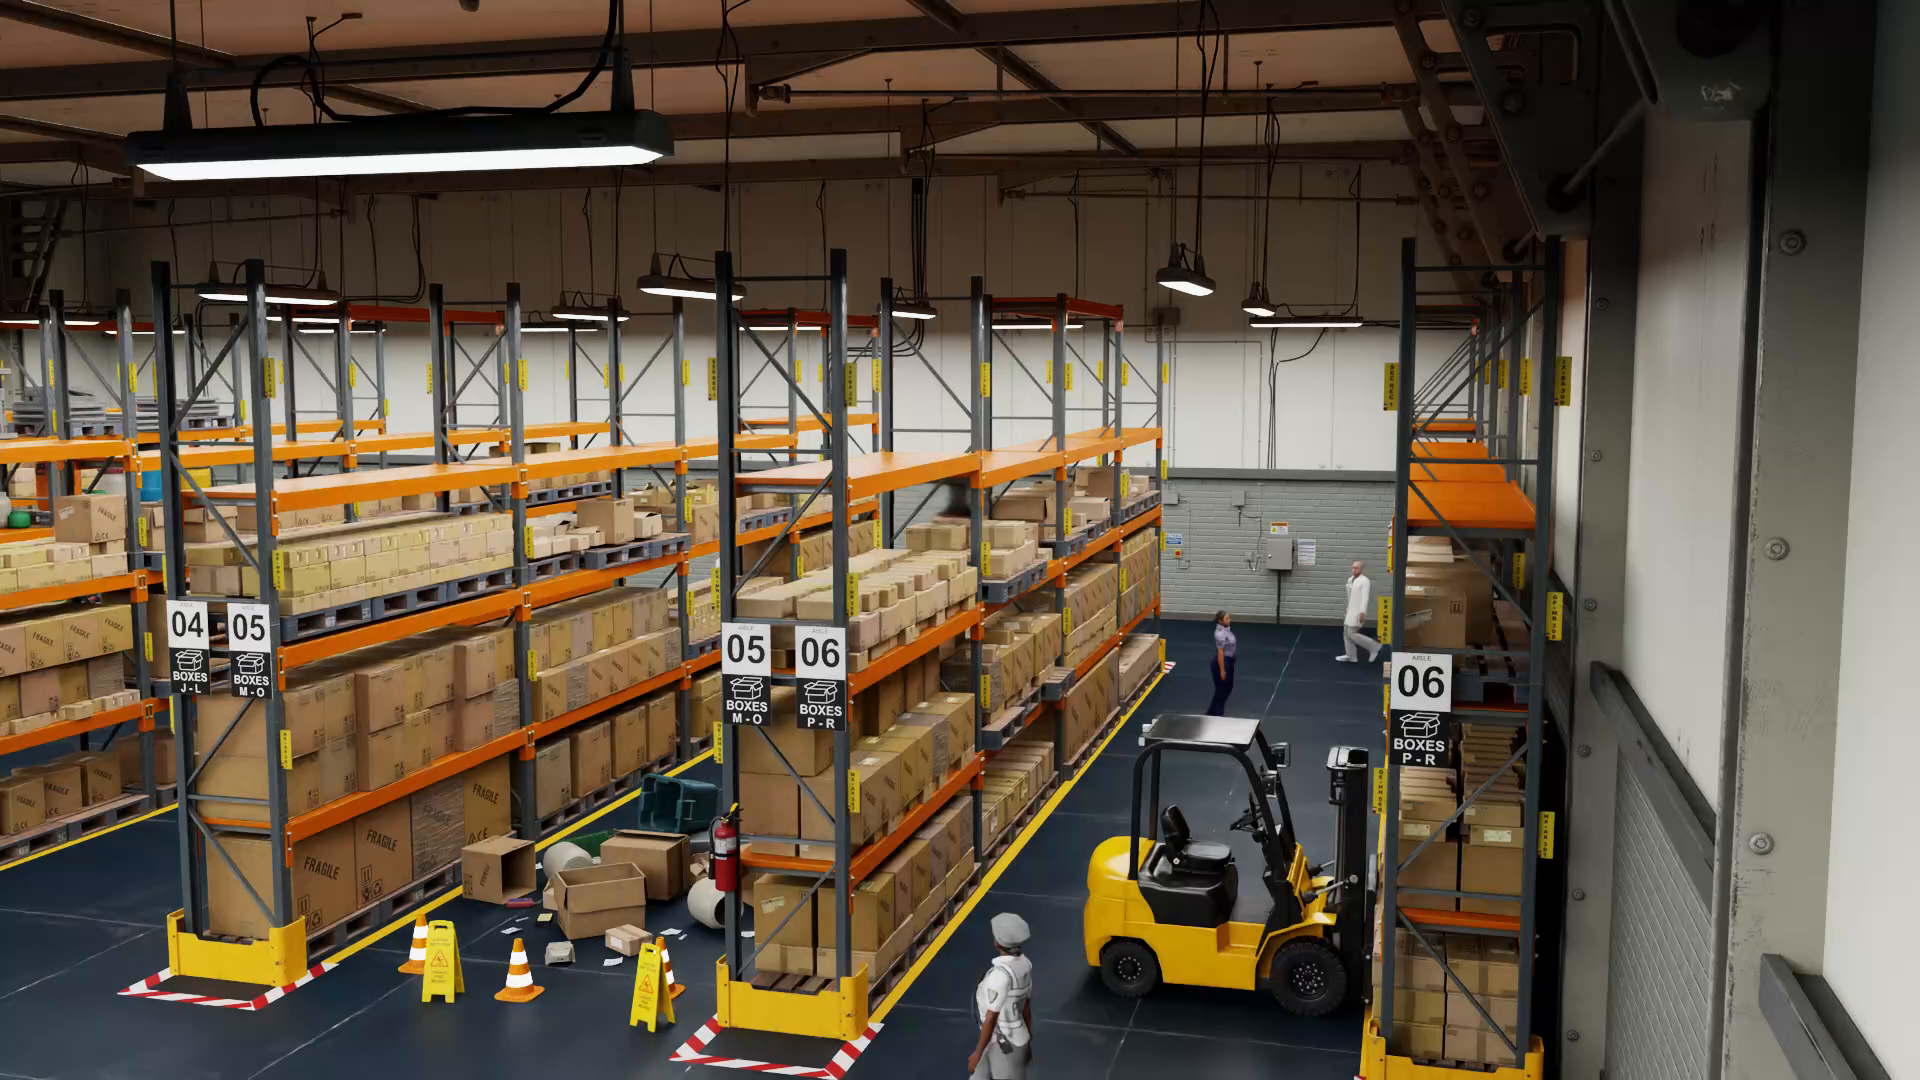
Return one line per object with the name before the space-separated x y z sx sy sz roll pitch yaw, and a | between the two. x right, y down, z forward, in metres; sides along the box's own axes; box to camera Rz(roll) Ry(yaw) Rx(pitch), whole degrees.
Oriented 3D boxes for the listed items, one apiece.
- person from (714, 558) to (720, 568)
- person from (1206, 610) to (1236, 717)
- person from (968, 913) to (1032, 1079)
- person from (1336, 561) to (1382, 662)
person | -4.446 0.944 31.684 0.651 1.777 0.400 2 6 20
person | 3.747 1.823 23.901 0.412 1.656 0.528 2 6 15
person | 0.317 3.205 10.660 0.882 1.664 0.428 -1 6 -7
person | 6.894 1.239 28.695 0.763 1.753 0.589 1 6 12
